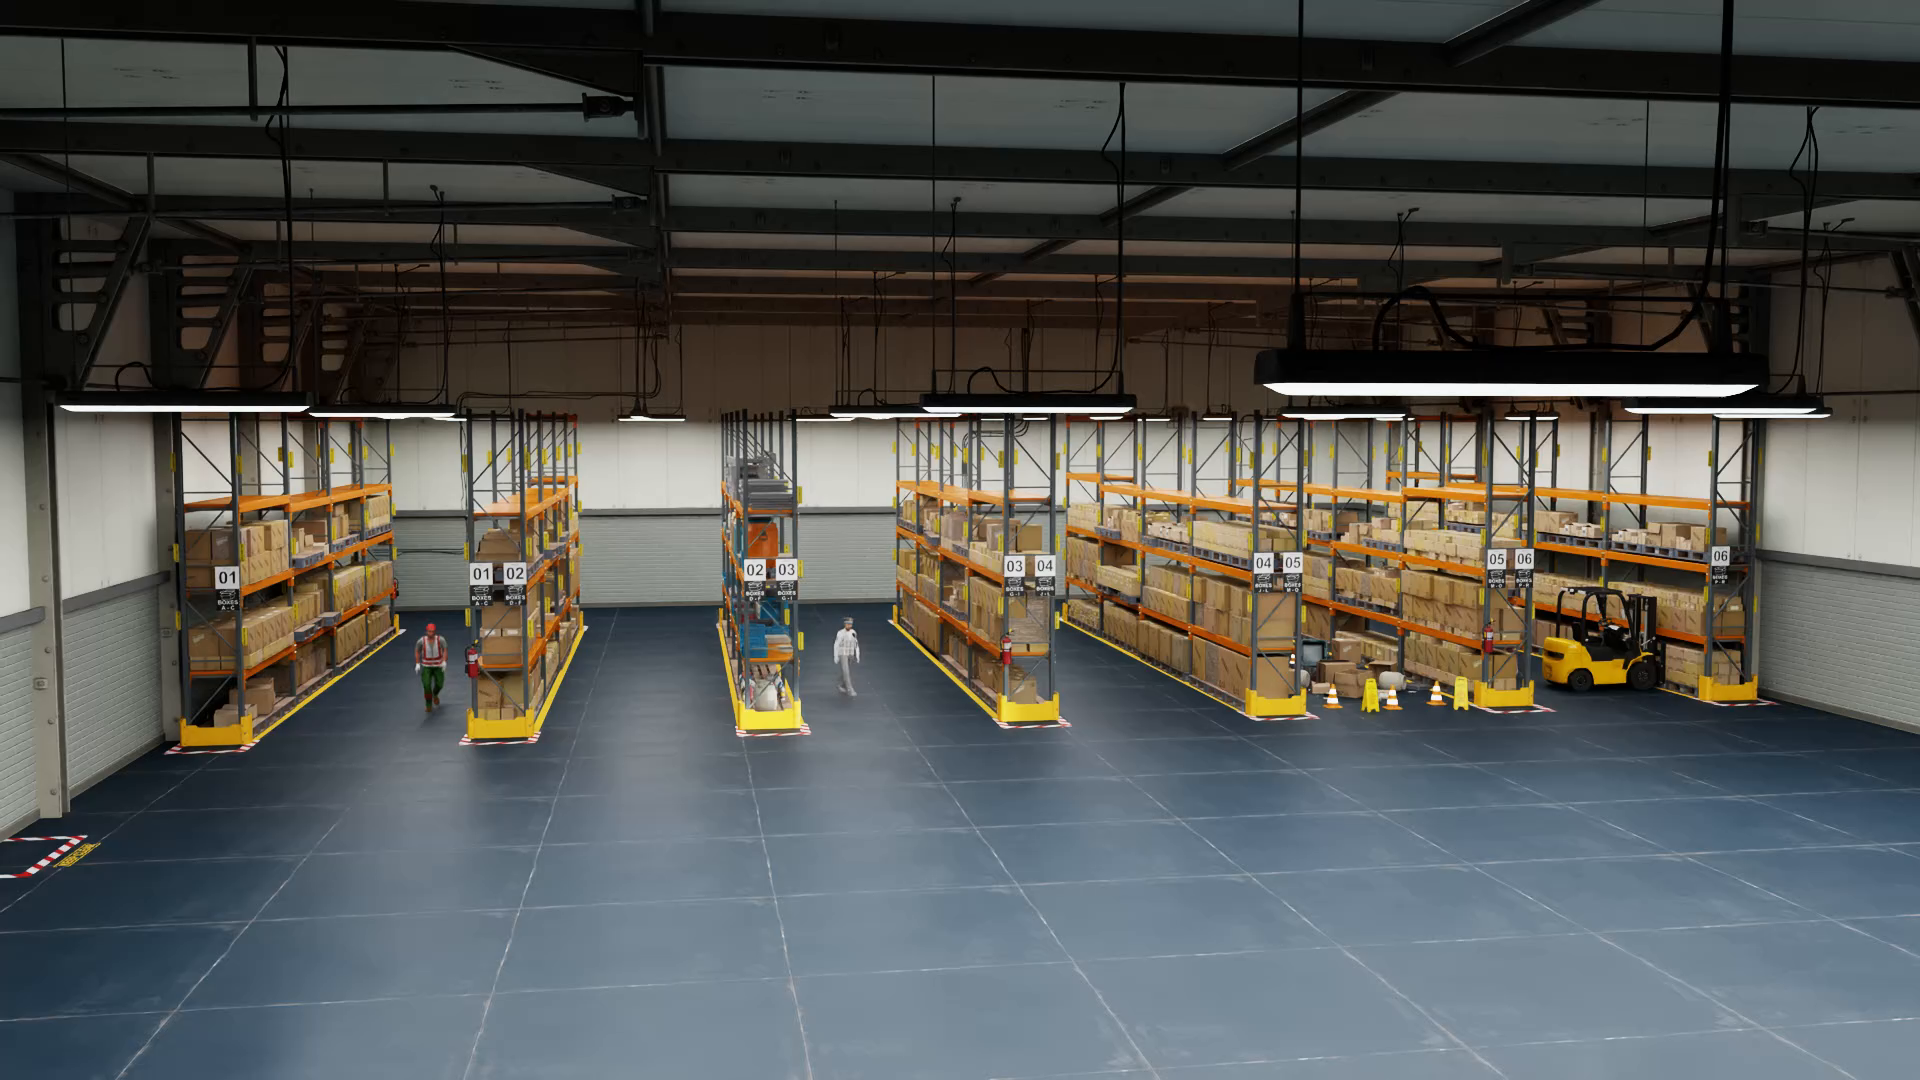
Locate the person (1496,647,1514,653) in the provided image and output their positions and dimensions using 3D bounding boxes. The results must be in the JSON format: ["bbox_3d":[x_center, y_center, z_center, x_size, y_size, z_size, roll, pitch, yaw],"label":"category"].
[{"bbox_3d":[12.512,2.295,38.076,0.515,1.562,0.701,-1,4,-9],"label":"person"}]

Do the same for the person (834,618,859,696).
[{"bbox_3d":[-2.359,2.440,35.087,0.505,1.616,0.987,-4,5,-43],"label":"person"}]

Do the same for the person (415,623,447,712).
[{"bbox_3d":[-10.600,2.526,33.312,0.622,1.764,0.703,-2,4,-22],"label":"person"}]
